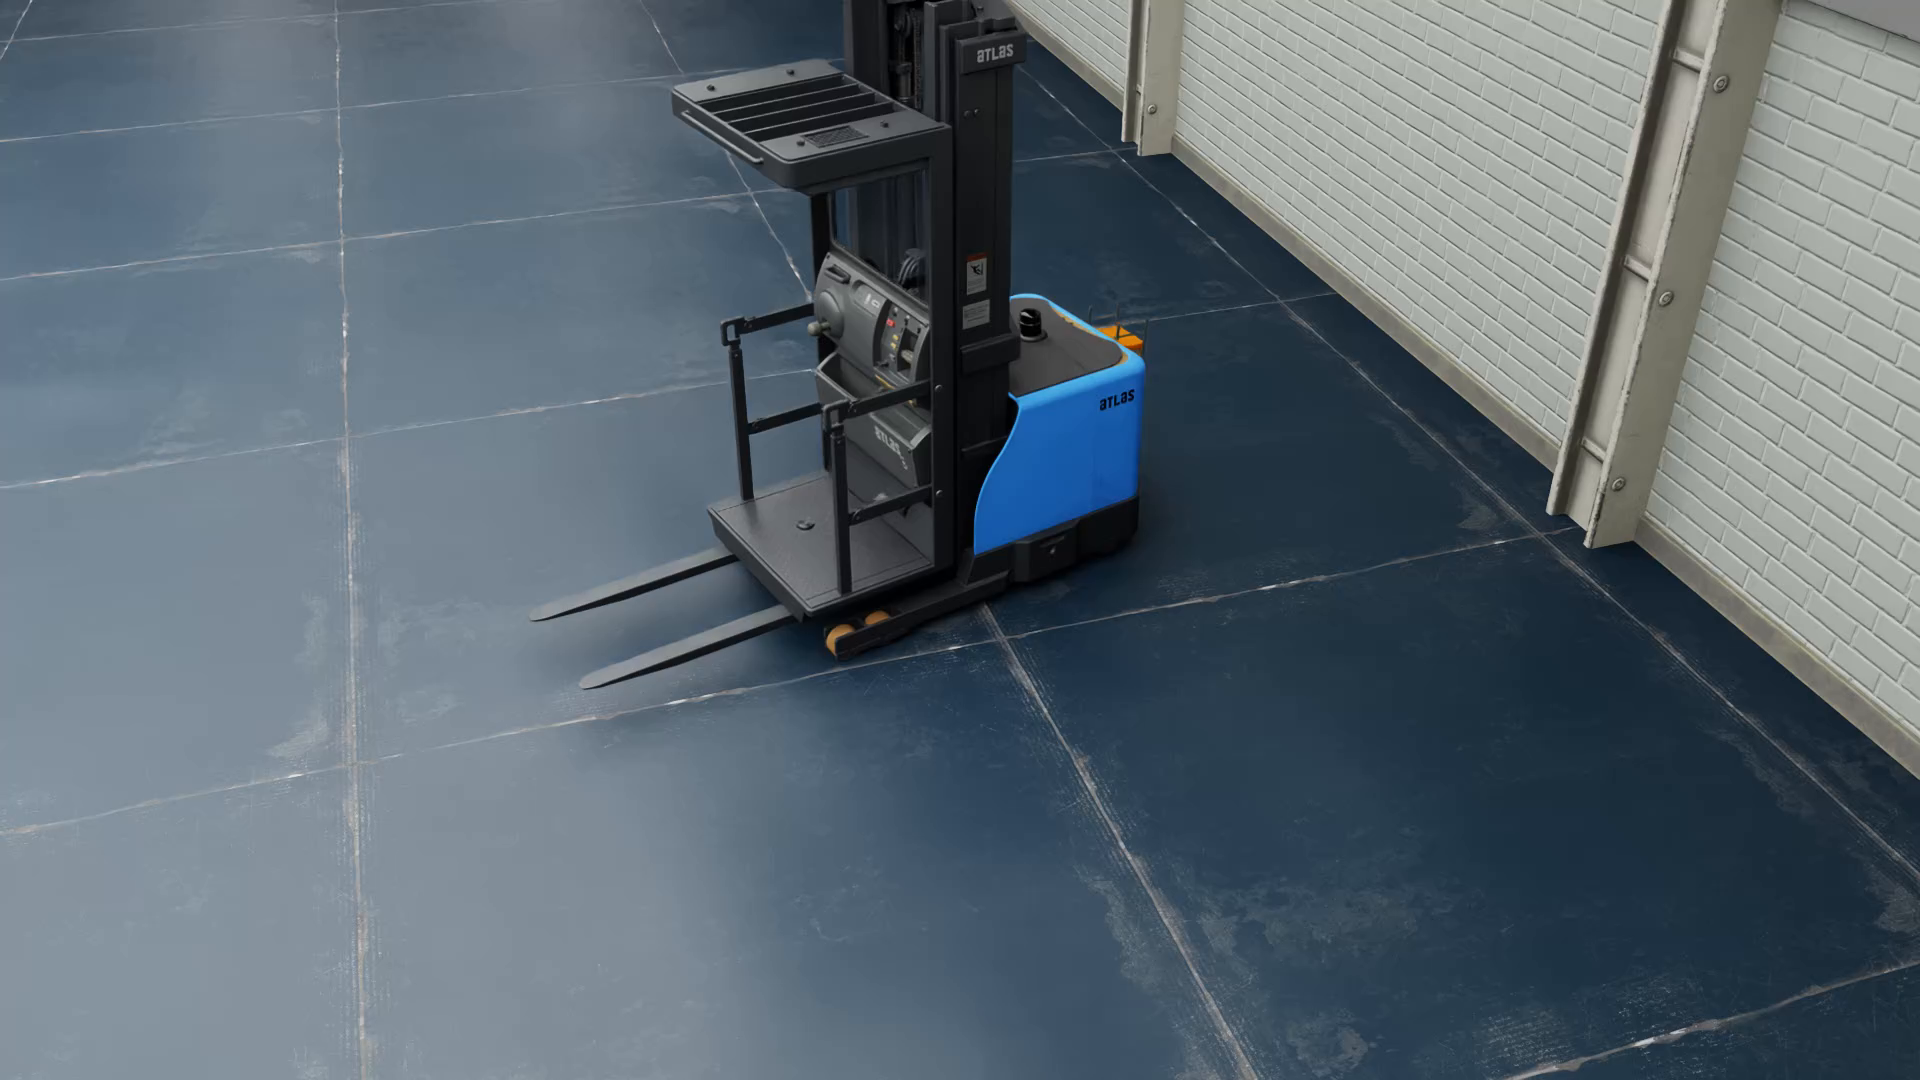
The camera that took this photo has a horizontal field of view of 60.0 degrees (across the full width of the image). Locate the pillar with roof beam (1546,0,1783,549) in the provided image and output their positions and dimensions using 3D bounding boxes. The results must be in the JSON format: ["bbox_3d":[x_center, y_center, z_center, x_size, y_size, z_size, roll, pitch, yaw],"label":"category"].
[{"bbox_3d":[-0.730,-3.113,5.299,9.100,9.000,0.400,-10,35,-15],"label":"pillar with roof beam"}]

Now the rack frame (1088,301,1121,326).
[{"bbox_3d":[0.730,-0.790,8.981,0.200,1.050,0.008,-15,36,-28],"label":"rack frame"}]

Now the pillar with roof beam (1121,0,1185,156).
[{"bbox_3d":[-2.560,-6.263,10.066,9.100,9.000,0.400,-10,35,-15],"label":"pillar with roof beam"}]

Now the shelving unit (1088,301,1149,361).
[{"bbox_3d":[0.794,-0.733,8.894,0.215,1.050,0.252,-15,36,-28],"label":"shelving unit"}]

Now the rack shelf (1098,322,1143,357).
[{"bbox_3d":[0.810,-0.965,8.752,0.215,0.259,0.240,-15,36,-28],"label":"rack shelf"}]

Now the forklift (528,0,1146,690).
[{"bbox_3d":[-0.585,-0.988,7.587,3.031,2.935,1.130,-20,38,-27],"label":"forklift"}]

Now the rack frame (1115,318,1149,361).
[{"bbox_3d":[0.858,-0.675,8.807,0.200,1.050,0.008,-15,36,-28],"label":"rack frame"}]
